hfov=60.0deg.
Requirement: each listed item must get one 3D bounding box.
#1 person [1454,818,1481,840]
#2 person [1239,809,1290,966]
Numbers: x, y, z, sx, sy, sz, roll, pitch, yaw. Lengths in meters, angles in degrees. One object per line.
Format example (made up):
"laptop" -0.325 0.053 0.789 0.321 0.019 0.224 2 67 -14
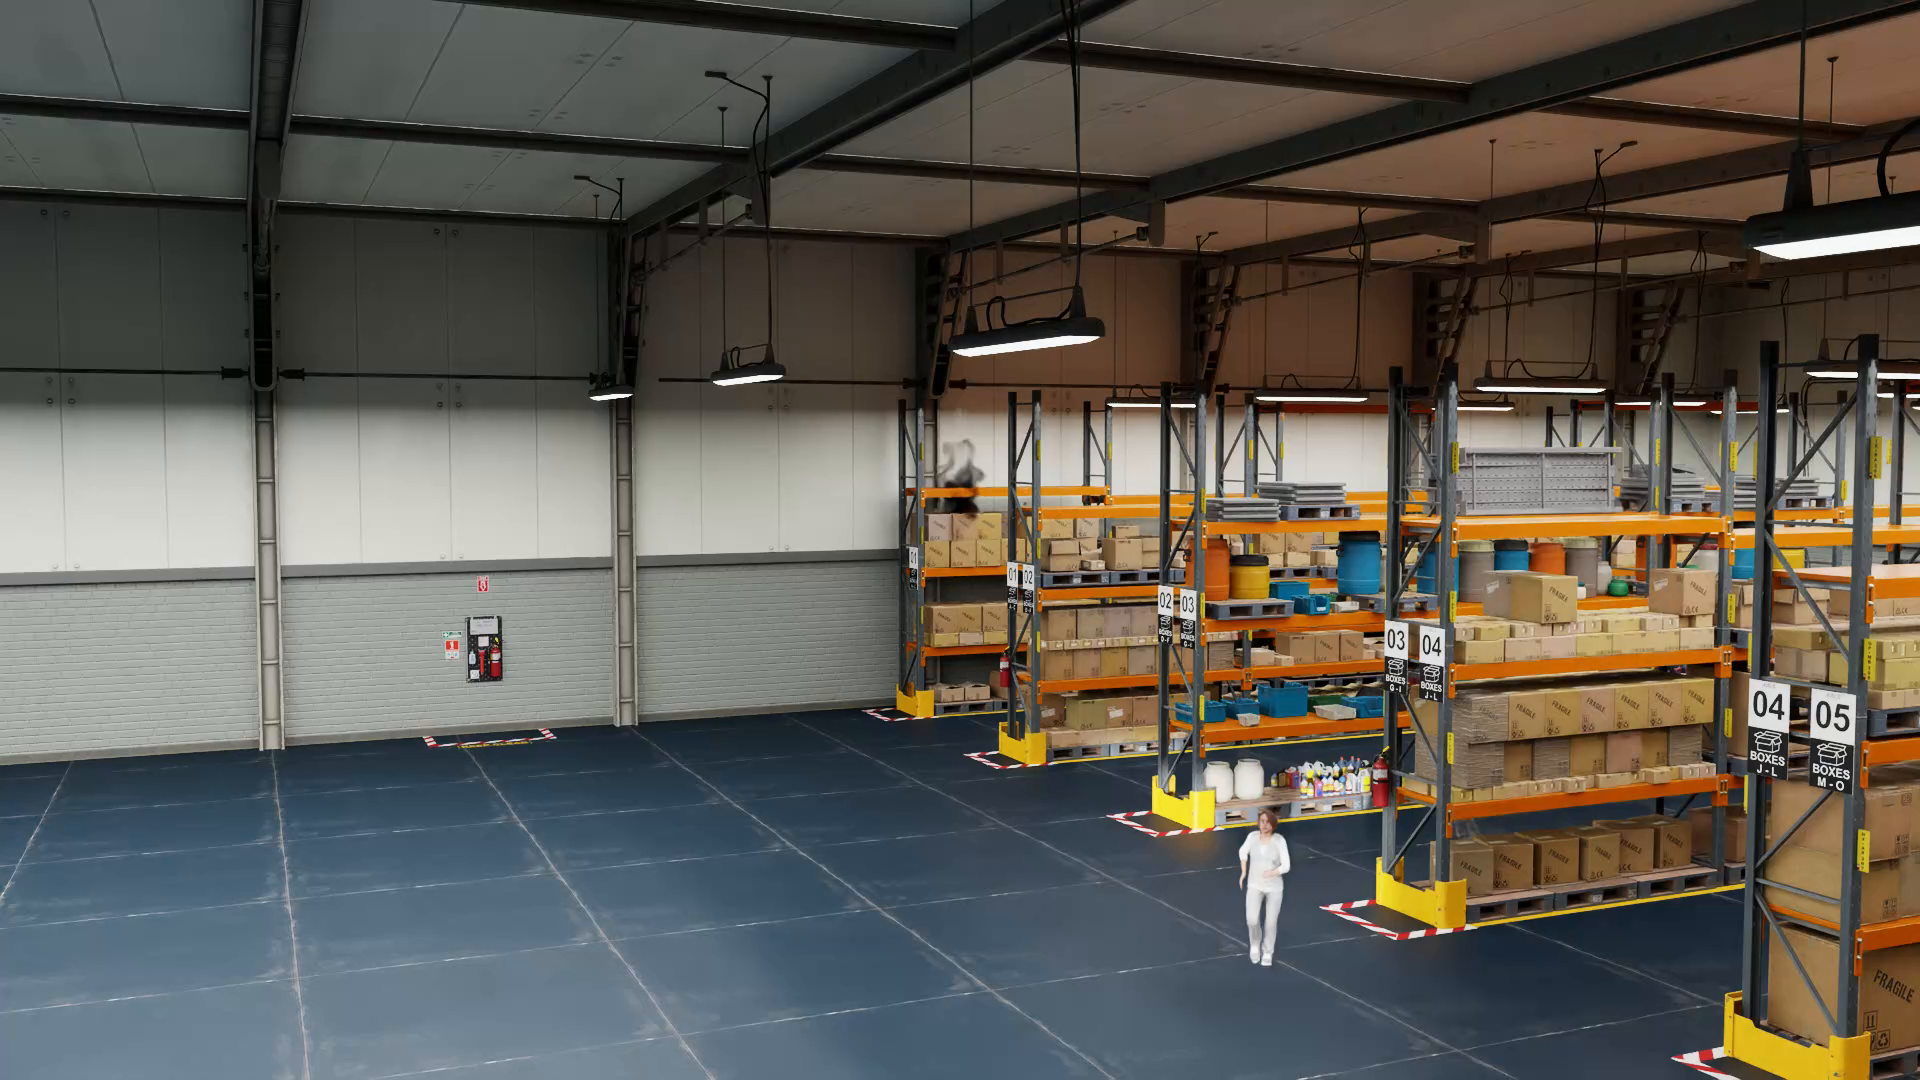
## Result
"person" 6.354 3.055 21.140 0.751 1.768 0.680 -2 4 -33
"person" 2.961 3.418 16.252 0.518 1.565 0.601 1 3 16
